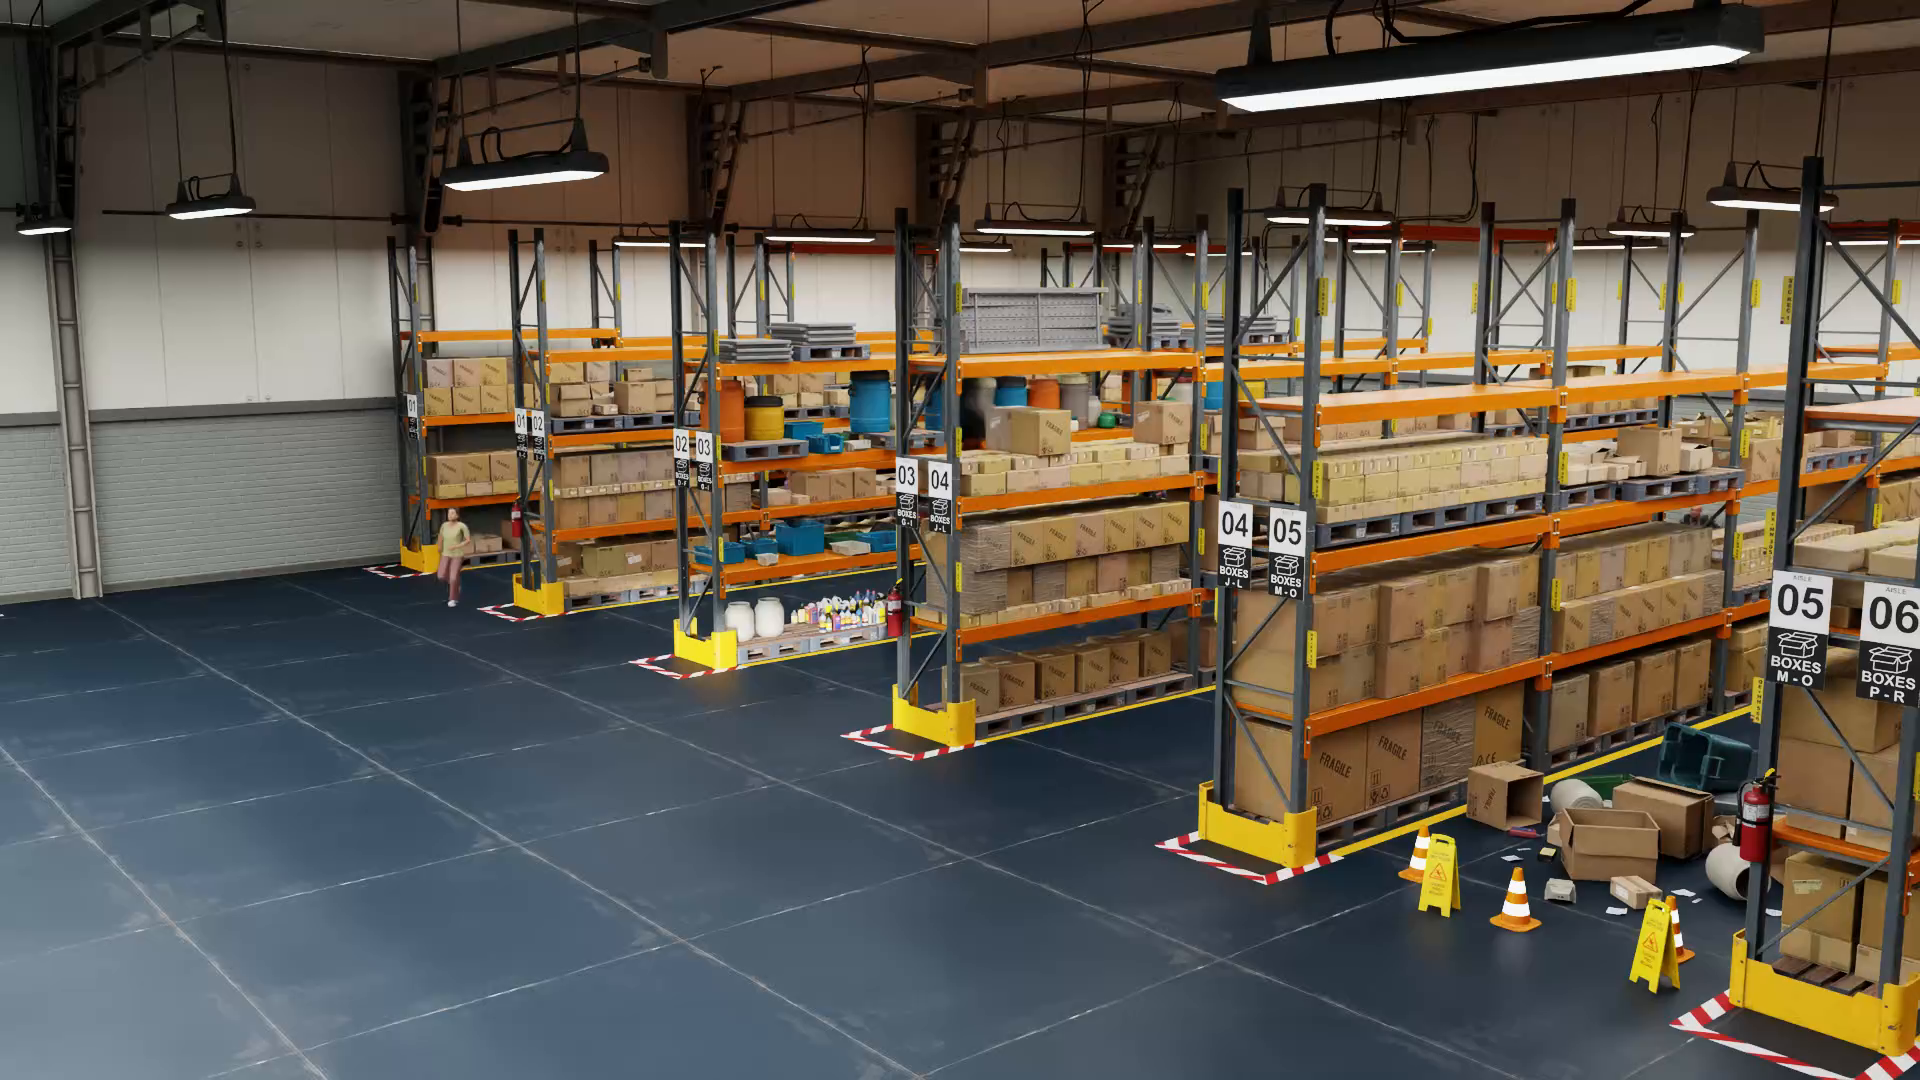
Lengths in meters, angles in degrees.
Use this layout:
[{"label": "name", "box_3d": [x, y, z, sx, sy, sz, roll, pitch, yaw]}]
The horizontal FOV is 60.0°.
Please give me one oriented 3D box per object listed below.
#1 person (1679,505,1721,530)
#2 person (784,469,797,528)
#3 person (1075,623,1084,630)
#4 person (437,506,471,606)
[{"label": "person", "box_3d": [12.097, 0.191, 27.260, 0.676, 1.678, 0.955, 5, 10, 31]}, {"label": "person", "box_3d": [-3.320, -0.604, 32.608, 0.519, 1.547, 0.551, 7, 11, 37]}, {"label": "person", "box_3d": [1.833, 0.388, 24.024, 0.639, 1.772, 0.780, 7, 11, 38]}, {"label": "person", "box_3d": [-8.175, 0.264, 26.792, 0.586, 1.616, 0.530, 1, 9, 3]}]
